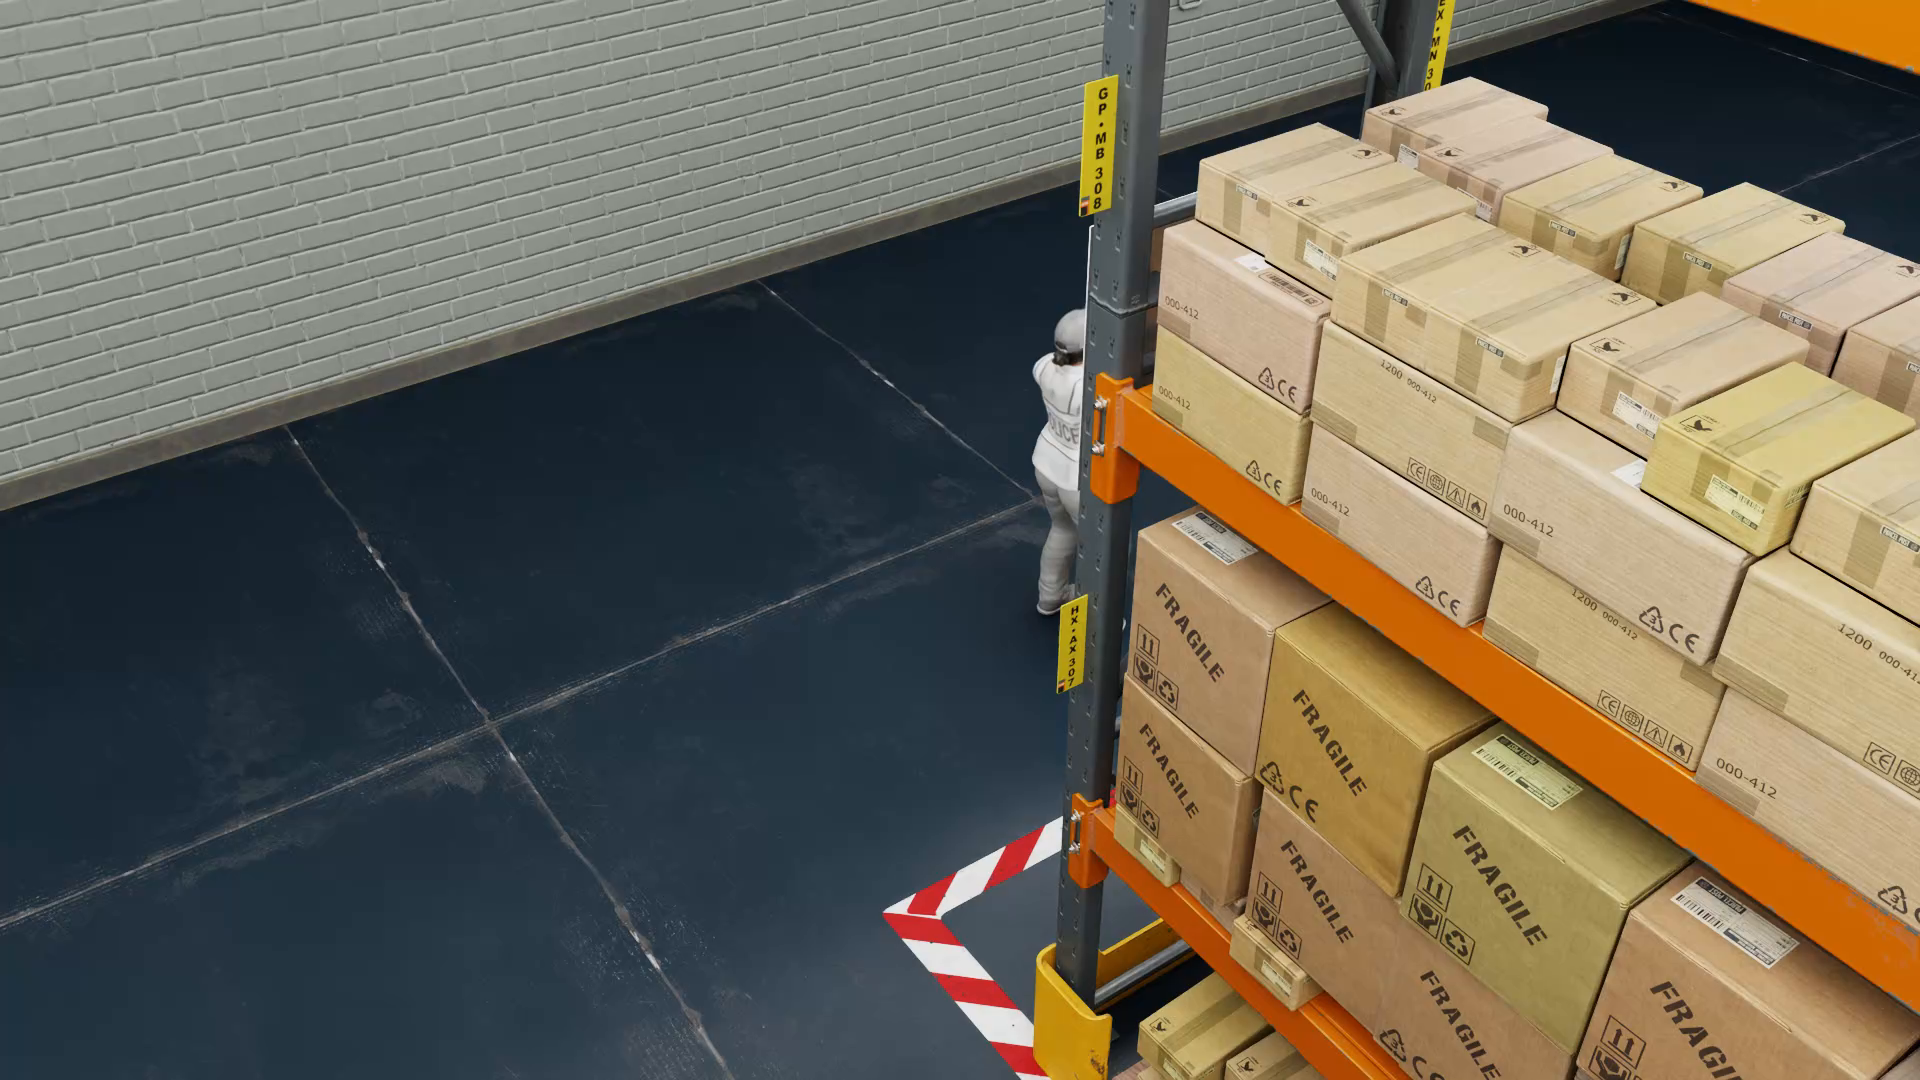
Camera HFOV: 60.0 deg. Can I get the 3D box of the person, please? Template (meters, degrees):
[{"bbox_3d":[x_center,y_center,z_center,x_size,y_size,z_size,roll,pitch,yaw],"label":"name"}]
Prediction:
[{"bbox_3d":[0.600,-0.310,7.426,0.535,1.655,0.454,-22,42,-27],"label":"person"}]
